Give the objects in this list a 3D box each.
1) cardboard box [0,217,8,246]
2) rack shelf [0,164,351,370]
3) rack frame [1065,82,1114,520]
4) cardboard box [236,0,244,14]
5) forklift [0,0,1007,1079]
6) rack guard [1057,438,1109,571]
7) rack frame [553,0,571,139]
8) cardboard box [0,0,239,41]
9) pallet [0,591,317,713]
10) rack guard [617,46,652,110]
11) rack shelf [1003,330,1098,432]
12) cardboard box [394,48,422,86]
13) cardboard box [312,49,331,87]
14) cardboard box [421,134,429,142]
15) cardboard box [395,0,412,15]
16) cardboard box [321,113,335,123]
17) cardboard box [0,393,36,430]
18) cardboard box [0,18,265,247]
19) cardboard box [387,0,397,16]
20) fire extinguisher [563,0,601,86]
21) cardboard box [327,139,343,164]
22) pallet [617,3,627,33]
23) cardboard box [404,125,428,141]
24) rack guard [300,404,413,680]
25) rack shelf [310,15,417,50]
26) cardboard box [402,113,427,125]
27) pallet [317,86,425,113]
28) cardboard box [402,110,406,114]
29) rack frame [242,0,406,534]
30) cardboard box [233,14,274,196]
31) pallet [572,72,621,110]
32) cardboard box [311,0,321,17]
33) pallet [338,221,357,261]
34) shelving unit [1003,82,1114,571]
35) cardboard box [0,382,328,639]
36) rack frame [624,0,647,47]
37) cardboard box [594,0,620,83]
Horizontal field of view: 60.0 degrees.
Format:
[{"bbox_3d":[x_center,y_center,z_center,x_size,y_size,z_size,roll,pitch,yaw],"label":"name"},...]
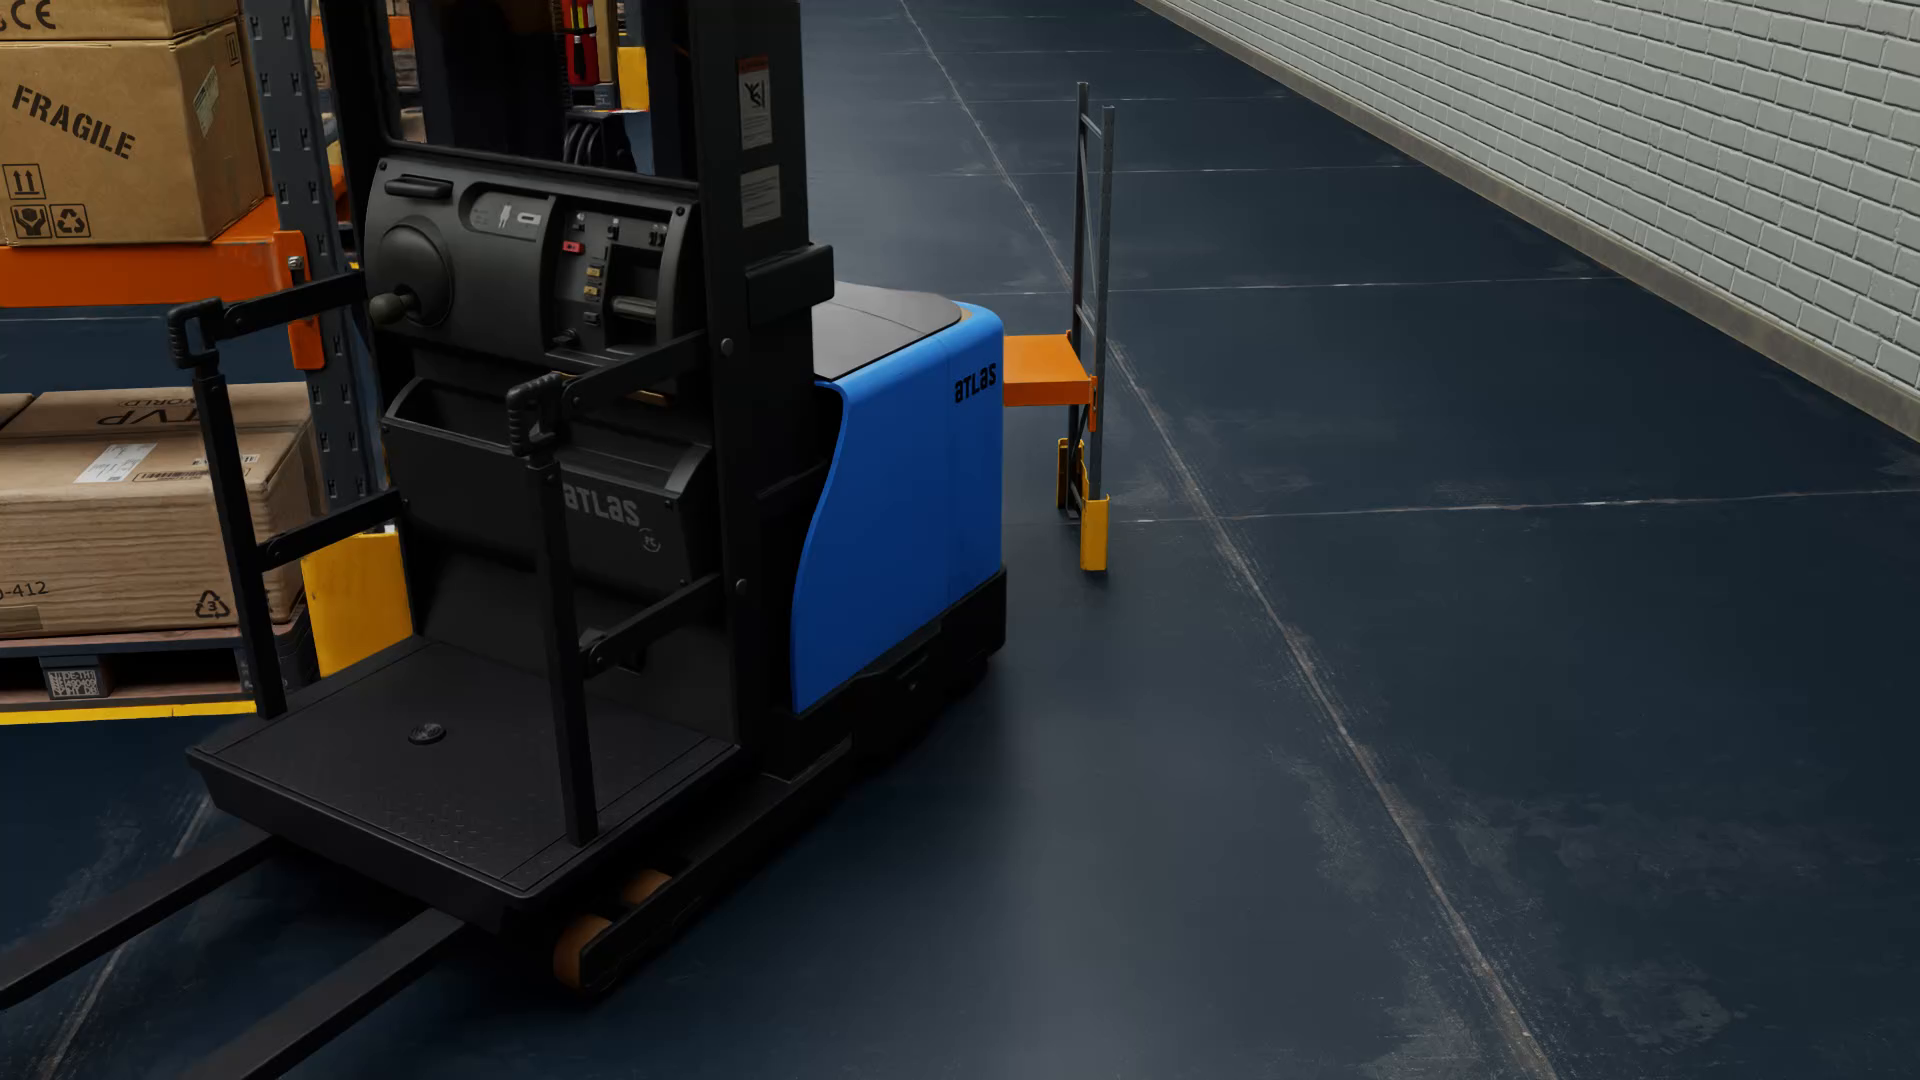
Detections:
[{"bbox_3d":[-2.692,-1.065,4.330,0.500,0.500,0.500,-3,24,-6],"label":"cardboard box"},{"bbox_3d":[-3.727,-0.751,4.632,4.000,0.370,1.077,-2,24,-5],"label":"rack shelf"},{"bbox_3d":[0.421,-0.702,5.483,0.032,1.500,0.500,-2,24,-5],"label":"rack frame"},{"bbox_3d":[-2.242,-1.758,4.658,0.500,0.500,0.500,-3,24,-6],"label":"cardboard box"},{"bbox_3d":[-1.066,-0.583,3.454,1.130,2.935,3.031,14,28,29],"label":"forklift"},{"bbox_3d":[0.420,-0.131,5.737,0.087,0.250,0.587,-2,24,-5],"label":"rack guard"},{"bbox_3d":[-2.324,-3.156,9.158,0.127,3.000,1.000,-2,24,-5],"label":"rack frame"},{"bbox_3d":[-2.193,-1.546,4.182,0.500,0.500,0.500,-2,24,-3],"label":"cardboard box"},{"bbox_3d":[-2.525,0.179,5.089,1.213,0.211,1.003,-2,24,-5],"label":"pallet"},{"bbox_3d":[-2.687,-4.024,14.187,0.348,0.500,1.175,-2,24,-5],"label":"rack guard"},{"bbox_3d":[-0.085,-0.518,5.511,1.000,0.185,0.538,-2,24,-5],"label":"rack shelf"},{"bbox_3d":[-4.245,-4.292,13.811,0.875,0.875,0.875,-2,24,-5],"label":"cardboard box"},{"bbox_3d":[-5.131,-4.256,13.731,0.875,0.875,0.875,-2,24,-5],"label":"cardboard box"},{"bbox_3d":[-2.826,-2.194,9.252,0.250,0.149,0.380,-2,24,-5],"label":"cardboard box"},{"bbox_3d":[-2.872,-2.919,8.934,0.250,0.149,0.380,-2,24,-5],"label":"cardboard box"},{"bbox_3d":[-3.643,-2.372,9.655,0.250,0.149,0.380,-3,24,-8],"label":"cardboard box"},{"bbox_3d":[-3.294,-0.074,4.860,0.875,0.438,0.875,-2,24,-4],"label":"cardboard box"},{"bbox_3d":[-2.191,-1.079,4.361,0.500,0.500,0.500,-2,24,-5],"label":"cardboard box"},{"bbox_3d":[-3.120,-2.903,8.898,0.250,0.149,0.380,-3,24,-6],"label":"cardboard box"},{"bbox_3d":[-2.028,-2.774,8.852,0.183,0.674,0.296,-2,24,-5],"label":"fire extinguisher"},{"bbox_3d":[-3.327,-2.145,9.143,0.250,0.149,0.380,-3,24,-6],"label":"cardboard box"},{"bbox_3d":[-4.022,-5.875,18.709,1.213,0.211,1.003,-2,24,-5],"label":"pallet"},{"bbox_3d":[-3.081,-2.207,9.282,0.250,0.149,0.380,-2,24,-4],"label":"cardboard box"},{"bbox_3d":[-1.713,-0.018,5.175,0.348,0.500,1.175,-2,24,-5],"label":"rack guard"},{"bbox_3d":[-4.314,-2.748,9.124,4.000,0.370,1.077,-2,24,-5],"label":"rack shelf"},{"bbox_3d":[-3.141,-2.374,9.658,0.250,0.149,0.380,-2,24,-4],"label":"cardboard box"},{"bbox_3d":[-4.710,-3.780,13.994,1.213,0.211,1.003,-2,24,-5],"label":"pallet"},{"bbox_3d":[-3.404,-2.416,9.752,0.250,0.149,0.380,-2,24,-5],"label":"cardboard box"},{"bbox_3d":[-1.737,-1.159,4.665,0.127,3.000,1.000,-2,24,-5],"label":"rack frame"},{"bbox_3d":[-2.243,-1.302,4.863,0.500,0.500,0.500,-2,24,-6],"label":"cardboard box"},{"bbox_3d":[-3.499,-3.827,14.101,1.213,0.211,1.003,-2,24,-5],"label":"pallet"},{"bbox_3d":[-3.371,-2.884,8.854,0.250,0.149,0.380,-2,24,-4],"label":"cardboard box"},{"bbox_3d":[-3.211,-1.861,9.676,1.213,0.211,1.003,-2,24,-5],"label":"pallet"},{"bbox_3d":[-0.076,-0.682,5.439,1.083,1.500,0.587,-2,24,-5],"label":"shelving unit"},{"bbox_3d":[-2.384,-0.114,4.950,0.875,0.438,0.875,-3,24,-7],"label":"cardboard box"},{"bbox_3d":[-2.711,-5.165,13.677,0.127,3.000,1.000,-2,24,-5],"label":"rack frame"},{"bbox_3d":[-3.340,-4.328,13.893,0.875,0.875,0.875,-2,24,-5],"label":"cardboard box"}]
